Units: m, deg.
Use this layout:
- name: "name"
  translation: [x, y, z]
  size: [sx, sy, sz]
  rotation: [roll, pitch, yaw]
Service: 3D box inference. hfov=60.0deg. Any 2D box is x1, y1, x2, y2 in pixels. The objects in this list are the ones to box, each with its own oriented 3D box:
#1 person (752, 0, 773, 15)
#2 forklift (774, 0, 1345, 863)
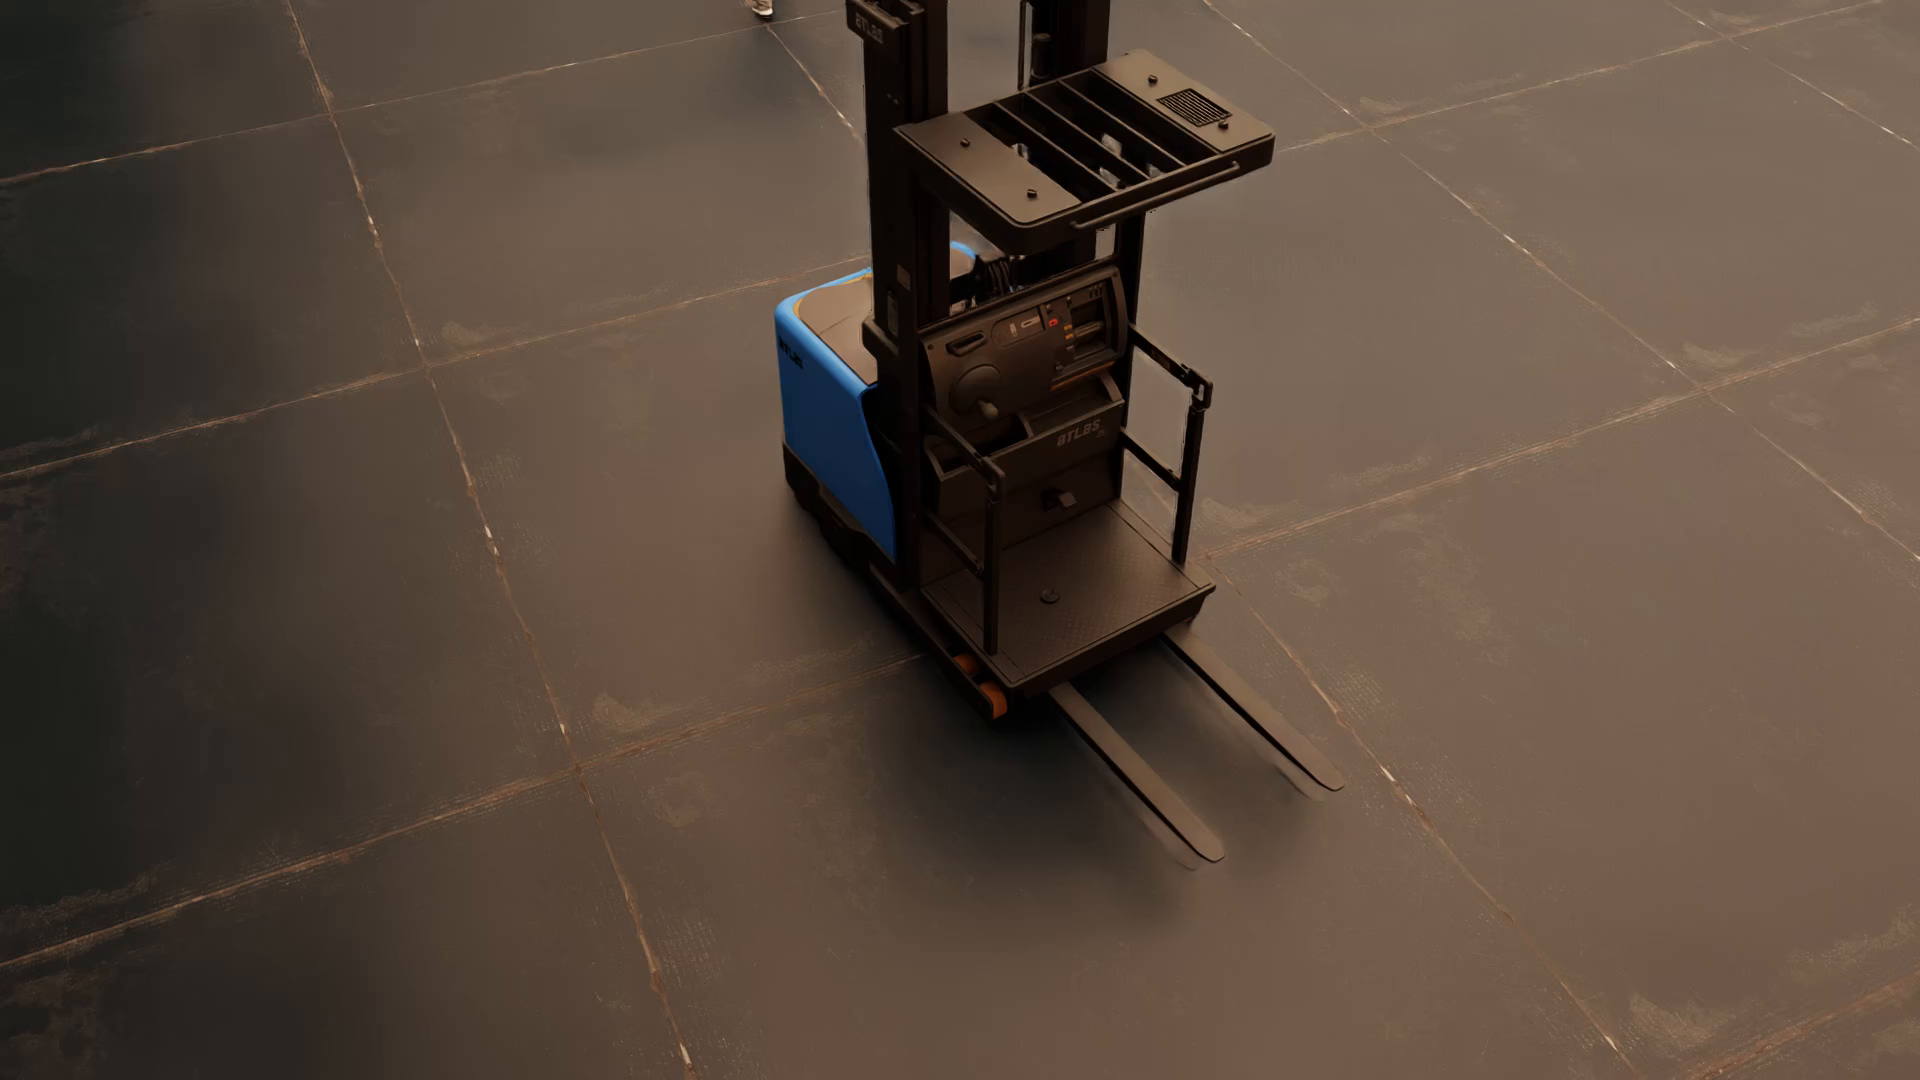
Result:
- name: "person"
  translation: [-1.375, -4.464, 11.469]
  size: [0.817, 1.577, 0.706]
  rotation: [-13, 45, -14]
- name: "forklift"
  translation: [0.388, -0.688, 6.418]
  size: [1.130, 2.935, 3.031]
  rotation: [-24, 48, -24]
